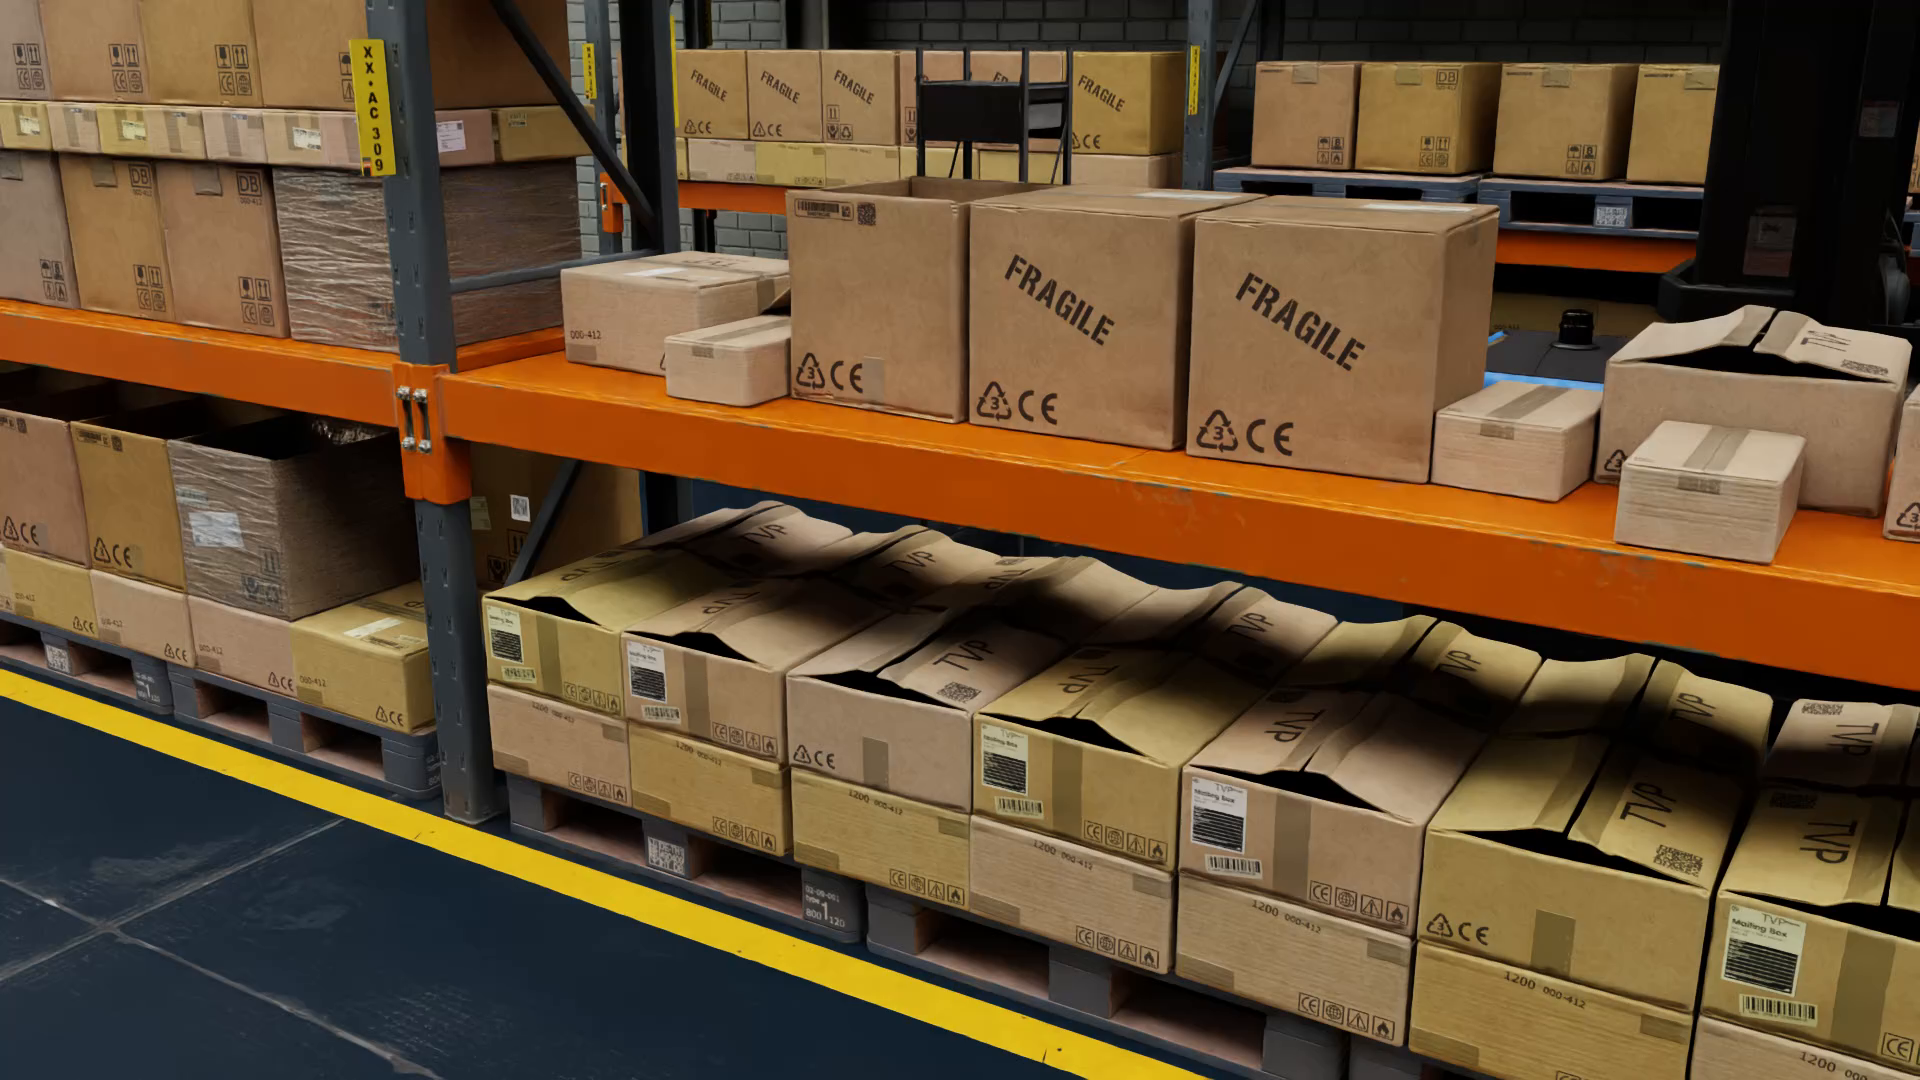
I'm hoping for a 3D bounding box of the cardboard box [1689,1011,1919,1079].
[{"bbox_3d":[1.672,0.951,3.097,0.500,0.250,0.500,11,20,31],"label":"cardboard box"}]

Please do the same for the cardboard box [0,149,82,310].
[{"bbox_3d":[-2.857,-1.099,5.668,0.500,0.500,0.700,11,20,32],"label":"cardboard box"}]

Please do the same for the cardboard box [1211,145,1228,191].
[{"bbox_3d":[1.141,-2.042,9.166,0.500,0.250,0.500,10,20,31],"label":"cardboard box"}]

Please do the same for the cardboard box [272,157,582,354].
[{"bbox_3d":[-1.542,-0.866,4.899,0.500,0.500,0.700,10,19,29],"label":"cardboard box"}]

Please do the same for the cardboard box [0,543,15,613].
[{"bbox_3d":[-3.375,0.042,6.090,0.500,0.250,0.500,10,20,30],"label":"cardboard box"}]

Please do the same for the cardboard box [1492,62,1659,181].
[{"bbox_3d":[2.895,-1.973,7.786,0.500,0.500,0.700,13,21,38],"label":"cardboard box"}]

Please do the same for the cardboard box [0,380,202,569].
[{"bbox_3d":[-2.952,-0.239,5.726,0.500,0.500,0.500,10,20,30],"label":"cardboard box"}]

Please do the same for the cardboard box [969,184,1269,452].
[{"bbox_3d":[0.361,-0.523,3.769,0.500,0.500,0.500,10,20,30],"label":"cardboard box"}]

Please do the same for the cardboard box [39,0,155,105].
[{"bbox_3d":[-2.399,-1.640,5.214,0.500,0.500,0.700,10,20,30],"label":"cardboard box"}]

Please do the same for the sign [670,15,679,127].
[{"bbox_3d":[-0.885,-1.404,4.987,0.005,0.325,0.100,10,20,30],"label":"sign"}]

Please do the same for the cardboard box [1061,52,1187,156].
[{"bbox_3d":[0.864,-2.272,8.632,0.500,0.500,0.500,10,20,30],"label":"cardboard box"}]

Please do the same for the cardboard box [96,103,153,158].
[{"bbox_3d":[-2.370,-1.254,5.060,0.250,0.149,0.380,10,20,30],"label":"cardboard box"}]

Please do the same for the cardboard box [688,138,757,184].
[{"bbox_3d":[-1.280,-2.298,10.008,0.500,0.250,0.500,9,19,28],"label":"cardboard box"}]

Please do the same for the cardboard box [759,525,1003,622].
[{"bbox_3d":[-0.219,0.162,4.729,0.500,0.311,0.500,11,20,32],"label":"cardboard box"}]

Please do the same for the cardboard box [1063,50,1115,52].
[{"bbox_3d":[0.699,-2.479,9.315,0.500,0.500,0.500,10,20,30],"label":"cardboard box"}]

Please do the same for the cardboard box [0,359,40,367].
[{"bbox_3d":[-3.956,-0.597,6.903,0.500,0.500,0.500,10,20,30],"label":"cardboard box"}]

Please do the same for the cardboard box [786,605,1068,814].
[{"bbox_3d":[-0.073,0.375,4.030,0.500,0.311,0.500,9,19,28],"label":"cardboard box"}]

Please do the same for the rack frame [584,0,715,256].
[{"bbox_3d":[-1.980,-2.588,10.740,0.127,3.000,1.000,10,20,30],"label":"rack frame"}]

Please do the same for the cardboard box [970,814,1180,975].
[{"bbox_3d":[0.364,0.719,3.861,0.500,0.250,0.500,11,20,31],"label":"cardboard box"}]

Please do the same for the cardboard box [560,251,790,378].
[{"bbox_3d":[-0.718,-0.616,4.507,0.500,0.250,0.500,12,20,33],"label":"cardboard box"}]

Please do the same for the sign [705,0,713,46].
[{"bbox_3d":[-1.672,-3.428,10.969,0.005,0.325,0.100,10,20,30],"label":"sign"}]

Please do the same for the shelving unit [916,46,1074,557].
[{"bbox_3d":[0.141,-0.979,6.993,0.503,2.100,0.431,10,20,30],"label":"shelving unit"}]

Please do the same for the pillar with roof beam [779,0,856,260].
[{"bbox_3d":[-3.183,-4.500,6.713,0.400,9.000,9.100,10,20,30],"label":"pillar with roof beam"}]

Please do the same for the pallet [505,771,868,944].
[{"bbox_3d":[-0.512,0.684,4.765,1.213,0.211,1.003,10,20,30],"label":"pallet"}]

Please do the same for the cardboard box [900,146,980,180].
[{"bbox_3d":[0.010,-2.065,9.242,0.500,0.250,0.500,10,20,30],"label":"cardboard box"}]

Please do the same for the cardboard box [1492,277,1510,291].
[{"bbox_3d":[2.442,-1.179,8.355,0.500,0.250,0.500,10,19,29],"label":"cardboard box"}]

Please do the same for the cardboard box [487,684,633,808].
[{"bbox_3d":[-0.946,0.485,4.631,0.500,0.250,0.500,10,19,29],"label":"cardboard box"}]

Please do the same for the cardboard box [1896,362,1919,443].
[{"bbox_3d":[4.197,-0.482,7.352,0.500,0.500,0.700,10,20,31],"label":"cardboard box"}]

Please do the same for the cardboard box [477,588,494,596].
[{"bbox_3d":[-1.397,0.217,5.515,0.500,0.250,0.500,10,20,30],"label":"cardboard box"}]

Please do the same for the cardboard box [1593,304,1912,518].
[{"bbox_3d":[1.587,-0.285,3.312,0.500,0.311,0.500,10,19,29],"label":"cardboard box"}]

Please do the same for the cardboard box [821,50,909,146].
[{"bbox_3d":[-0.431,-2.504,9.398,0.500,0.500,0.500,11,20,32],"label":"cardboard box"}]

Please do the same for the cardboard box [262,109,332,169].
[{"bbox_3d":[-1.714,-1.137,4.675,0.250,0.149,0.380,10,19,29],"label":"cardboard box"}]

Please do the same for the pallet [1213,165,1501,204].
[{"bbox_3d":[2.004,-1.736,8.264,1.213,0.211,1.003,10,20,30],"label":"pallet"}]

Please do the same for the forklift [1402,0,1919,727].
[{"bbox_3d":[3.091,-0.848,5.130,3.031,2.935,1.130,10,20,30],"label":"forklift"}]

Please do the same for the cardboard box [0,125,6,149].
[{"bbox_3d":[-3.038,-1.372,5.448,0.250,0.149,0.380,10,20,31],"label":"cardboard box"}]

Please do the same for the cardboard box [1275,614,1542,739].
[{"bbox_3d":[1.070,0.394,3.966,0.500,0.311,0.500,10,19,29],"label":"cardboard box"}]

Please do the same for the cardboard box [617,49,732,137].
[{"bbox_3d":[-1.730,-2.738,10.166,0.500,0.500,0.500,10,20,30],"label":"cardboard box"}]

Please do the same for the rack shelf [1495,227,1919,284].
[{"bbox_3d":[3.133,-1.331,7.840,4.000,0.370,1.077,10,20,30],"label":"rack shelf"}]

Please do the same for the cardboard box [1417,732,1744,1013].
[{"bbox_3d":[1.227,0.607,3.267,0.500,0.311,0.500,10,19,29],"label":"cardboard box"}]

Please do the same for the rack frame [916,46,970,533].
[{"bbox_3d":[-0.067,-1.017,7.115,0.015,2.100,0.400,10,20,30],"label":"rack frame"}]

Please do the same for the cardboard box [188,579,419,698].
[{"bbox_3d":[-2.091,0.268,5.348,0.500,0.250,0.500,10,20,30],"label":"cardboard box"}]
